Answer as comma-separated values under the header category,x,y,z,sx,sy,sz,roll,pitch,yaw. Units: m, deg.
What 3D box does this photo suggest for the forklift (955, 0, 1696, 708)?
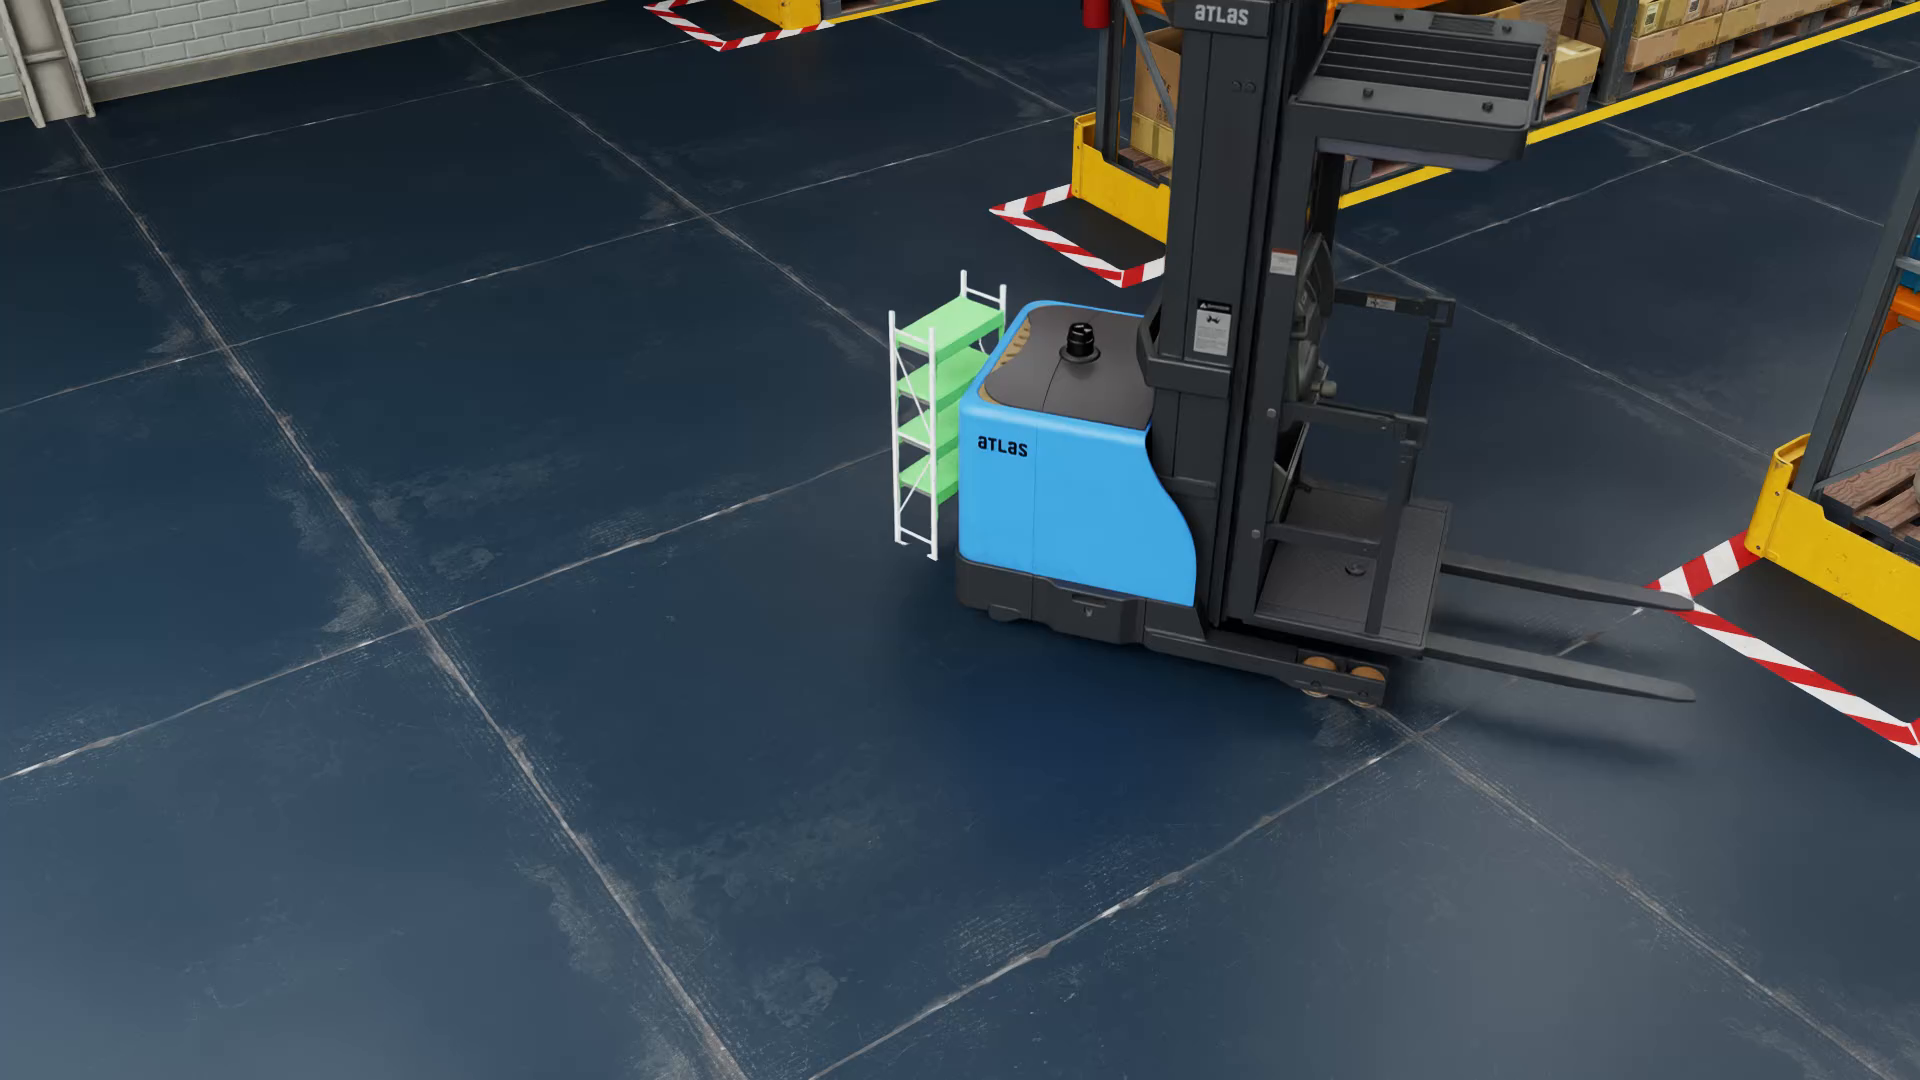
category,x,y,z,sx,sy,sz,roll,pitch,yaw
forklift,1.554,-0.856,6.430,3.031,2.935,1.130,12,37,16

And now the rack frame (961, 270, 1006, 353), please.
category,x,y,z,sx,sy,sz,roll,pitch,yaw
rack frame,0.102,-0.662,7.643,0.240,1.200,0.015,25,43,30

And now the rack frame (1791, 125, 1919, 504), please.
category,x,y,z,sx,sy,sz,roll,pitch,yaw
rack frame,4.052,-0.927,6.471,0.127,3.000,1.000,-22,41,-28

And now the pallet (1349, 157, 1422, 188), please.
category,x,y,z,sx,sy,sz,roll,pitch,yaw
pallet,2.799,-2.846,11.526,1.213,0.211,1.003,-22,41,-28

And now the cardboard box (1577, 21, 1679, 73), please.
category,x,y,z,sx,sy,sz,roll,pitch,yaw
cardboard box,4.944,-3.710,12.334,0.500,0.250,0.500,-23,42,-29

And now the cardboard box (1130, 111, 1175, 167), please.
category,x,y,z,sx,sy,sz,roll,pitch,yaw
cardboard box,1.470,-2.668,10.886,0.500,0.250,0.500,-22,41,-28

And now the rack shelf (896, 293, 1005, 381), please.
category,x,y,z,sx,sy,sz,roll,pitch,yaw
rack shelf,-0.050,-0.888,7.245,0.258,0.148,0.480,25,43,30

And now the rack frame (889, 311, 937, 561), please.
category,x,y,z,sx,sy,sz,roll,pitch,yaw
rack frame,-0.202,-0.439,7.333,0.240,1.200,0.015,25,43,30

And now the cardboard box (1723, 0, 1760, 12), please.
category,x,y,z,sx,sy,sz,roll,pitch,yaw
cardboard box,5.787,-4.281,12.648,0.500,0.311,0.500,-24,42,-29

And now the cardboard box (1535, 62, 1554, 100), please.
category,x,y,z,sx,sy,sz,roll,pitch,yaw
cardboard box,3.804,-3.269,11.721,0.500,0.250,0.500,-22,41,-28

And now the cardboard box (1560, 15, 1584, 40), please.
category,x,y,z,sx,sy,sz,roll,pitch,yaw
cardboard box,4.644,-3.970,12.697,0.500,0.250,0.500,-23,42,-28

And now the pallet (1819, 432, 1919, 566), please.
category,x,y,z,sx,sy,sz,roll,pitch,yaw
pallet,4.755,-0.114,7.728,1.213,0.211,1.003,-22,41,-28

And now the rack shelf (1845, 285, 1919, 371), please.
category,x,y,z,sx,sy,sz,roll,pitch,yaw
rack shelf,5.687,-1.308,7.616,4.000,0.370,1.077,-22,41,-28

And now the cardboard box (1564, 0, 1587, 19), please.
category,x,y,z,sx,sy,sz,roll,pitch,yaw
cardboard box,4.638,-4.193,12.526,0.500,0.311,0.500,-22,41,-28

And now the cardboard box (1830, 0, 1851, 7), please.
category,x,y,z,sx,sy,sz,roll,pitch,yaw
cardboard box,7.032,-4.569,13.530,0.500,0.250,0.500,-23,42,-28

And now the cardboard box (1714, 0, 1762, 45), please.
category,x,y,z,sx,sy,sz,roll,pitch,yaw
cardboard box,5.784,-4.057,12.817,0.500,0.250,0.500,-24,42,-29

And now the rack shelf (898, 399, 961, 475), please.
category,x,y,z,sx,sy,sz,roll,pitch,yaw
rack shelf,-0.050,-0.499,7.525,0.258,0.148,0.480,25,43,30

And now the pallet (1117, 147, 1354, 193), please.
category,x,y,z,sx,sy,sz,roll,pitch,yaw
pallet,1.803,-2.438,10.959,1.213,0.211,1.003,-22,41,-28

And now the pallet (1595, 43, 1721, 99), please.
category,x,y,z,sx,sy,sz,roll,pitch,yaw
pallet,5.051,-3.773,12.815,1.213,0.211,1.003,-22,41,-28

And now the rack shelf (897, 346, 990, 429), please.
category,x,y,z,sx,sy,sz,roll,pitch,yaw
rack shelf,-0.050,-0.693,7.385,0.258,0.148,0.480,25,43,30

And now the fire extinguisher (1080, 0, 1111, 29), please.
category,x,y,z,sx,sy,sz,roll,pitch,yaw
fire extinguisher,0.838,-3.443,10.035,0.183,0.674,0.296,-22,41,-28

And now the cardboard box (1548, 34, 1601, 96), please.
category,x,y,z,sx,sy,sz,roll,pitch,yaw
cardboard box,4.218,-3.432,11.948,0.500,0.250,0.500,-22,41,-28

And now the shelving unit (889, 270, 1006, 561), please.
category,x,y,z,sx,sy,sz,roll,pitch,yaw
shelving unit,-0.050,-0.550,7.488,0.258,1.200,0.503,25,43,30

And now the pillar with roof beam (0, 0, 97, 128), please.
category,x,y,z,sx,sy,sz,roll,pitch,yaw
pillar with roof beam,-4.005,-4.667,6.532,0.400,9.000,9.100,-22,41,-28

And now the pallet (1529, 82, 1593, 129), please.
category,x,y,z,sx,sy,sz,roll,pitch,yaw
pallet,3.797,-3.259,12.100,1.213,0.211,1.003,-22,41,-28

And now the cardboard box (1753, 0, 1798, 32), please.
category,x,y,z,sx,sy,sz,roll,pitch,yaw
cardboard box,6.201,-4.227,13.054,0.500,0.250,0.500,-22,41,-27

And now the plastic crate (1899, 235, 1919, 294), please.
category,x,y,z,sx,sy,sz,roll,pitch,yaw
plastic crate,4.289,-1.178,6.947,0.616,0.251,0.499,-22,41,-28

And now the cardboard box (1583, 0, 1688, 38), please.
category,x,y,z,sx,sy,sz,roll,pitch,yaw
cardboard box,4.953,-3.940,12.174,0.500,0.311,0.500,-22,41,-28

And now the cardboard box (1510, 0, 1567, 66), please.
category,x,y,z,sx,sy,sz,roll,pitch,yaw
cardboard box,3.803,-3.574,11.503,0.500,0.500,0.500,-22,41,-28

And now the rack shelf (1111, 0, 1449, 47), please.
category,x,y,z,sx,sy,sz,roll,pitch,yaw
rack shelf,2.837,-3.673,10.905,4.000,0.370,1.077,-22,41,-28

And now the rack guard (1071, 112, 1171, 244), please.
category,x,y,z,sx,sy,sz,roll,pitch,yaw
rack guard,1.182,-2.270,10.478,0.348,0.500,1.175,-22,41,-28

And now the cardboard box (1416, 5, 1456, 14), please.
category,x,y,z,sx,sy,sz,roll,pitch,yaw
cardboard box,2.996,-3.229,11.023,0.500,0.500,0.500,-22,41,-28

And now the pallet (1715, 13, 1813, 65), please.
category,x,y,z,sx,sy,sz,roll,pitch,yaw
pallet,6.049,-4.185,13.389,1.213,0.211,1.003,-22,41,-28

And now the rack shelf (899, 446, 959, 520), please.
category,x,y,z,sx,sy,sz,roll,pitch,yaw
rack shelf,-0.050,-0.304,7.665,0.258,0.148,0.480,25,43,30

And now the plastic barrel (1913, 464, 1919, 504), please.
category,x,y,z,sx,sy,sz,roll,pitch,yaw
plastic barrel,4.546,-0.346,7.433,0.421,0.512,0.421,0,36,0

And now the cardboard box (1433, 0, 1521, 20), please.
category,x,y,z,sx,sy,sz,roll,pitch,yaw
cardboard box,3.397,-3.404,11.267,0.500,0.500,0.500,-22,41,-28

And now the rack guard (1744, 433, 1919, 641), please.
category,x,y,z,sx,sy,sz,roll,pitch,yaw
rack guard,4.087,0.039,7.267,0.348,0.500,1.175,-22,41,-28

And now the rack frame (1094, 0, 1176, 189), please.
category,x,y,z,sx,sy,sz,roll,pitch,yaw
rack frame,1.202,-3.293,9.759,0.127,3.000,1.000,-22,41,-28

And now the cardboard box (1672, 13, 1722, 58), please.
category,x,y,z,sx,sy,sz,roll,pitch,yaw
cardboard box,5.363,-3.881,12.573,0.500,0.250,0.500,-21,41,-27

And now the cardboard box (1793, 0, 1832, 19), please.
category,x,y,z,sx,sy,sz,roll,pitch,yaw
cardboard box,6.620,-4.402,13.296,0.500,0.250,0.500,-21,41,-27

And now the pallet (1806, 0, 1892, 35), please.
category,x,y,z,sx,sy,sz,roll,pitch,yaw
pallet,7.046,-4.593,13.956,1.213,0.211,1.003,-22,41,-28

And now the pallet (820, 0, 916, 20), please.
category,x,y,z,sx,sy,sz,roll,pitch,yaw
pallet,-0.908,-4.806,14.251,1.213,0.211,1.003,-22,41,-28

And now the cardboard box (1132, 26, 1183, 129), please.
category,x,y,z,sx,sy,sz,roll,pitch,yaw
cardboard box,1.469,-2.974,10.669,0.500,0.500,0.500,-22,41,-28

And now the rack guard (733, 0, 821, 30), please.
category,x,y,z,sx,sy,sz,roll,pitch,yaw
rack guard,-1.593,-4.666,13.810,0.348,0.500,1.175,-22,41,-28

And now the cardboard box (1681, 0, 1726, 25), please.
category,x,y,z,sx,sy,sz,roll,pitch,yaw
cardboard box,5.365,-4.106,12.405,0.500,0.311,0.500,-23,42,-28

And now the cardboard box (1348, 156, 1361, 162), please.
category,x,y,z,sx,sy,sz,roll,pitch,yaw
cardboard box,2.584,-2.759,11.013,0.500,0.250,0.500,-22,41,-28

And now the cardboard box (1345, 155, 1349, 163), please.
category,x,y,z,sx,sy,sz,roll,pitch,yaw
cardboard box,2.175,-2.591,10.779,0.500,0.250,0.500,-22,41,-28

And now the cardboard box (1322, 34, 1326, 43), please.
category,x,y,z,sx,sy,sz,roll,pitch,yaw
cardboard box,2.176,-2.895,10.559,0.500,0.500,0.500,-22,41,-28

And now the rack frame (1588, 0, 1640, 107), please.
category,x,y,z,sx,sy,sz,roll,pitch,yaw
rack frame,4.472,-4.638,11.630,0.127,3.000,1.000,-22,41,-28

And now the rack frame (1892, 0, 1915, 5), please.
category,x,y,z,sx,sy,sz,roll,pitch,yaw
rack frame,7.741,-5.984,13.501,0.127,3.000,1.000,-22,41,-28
